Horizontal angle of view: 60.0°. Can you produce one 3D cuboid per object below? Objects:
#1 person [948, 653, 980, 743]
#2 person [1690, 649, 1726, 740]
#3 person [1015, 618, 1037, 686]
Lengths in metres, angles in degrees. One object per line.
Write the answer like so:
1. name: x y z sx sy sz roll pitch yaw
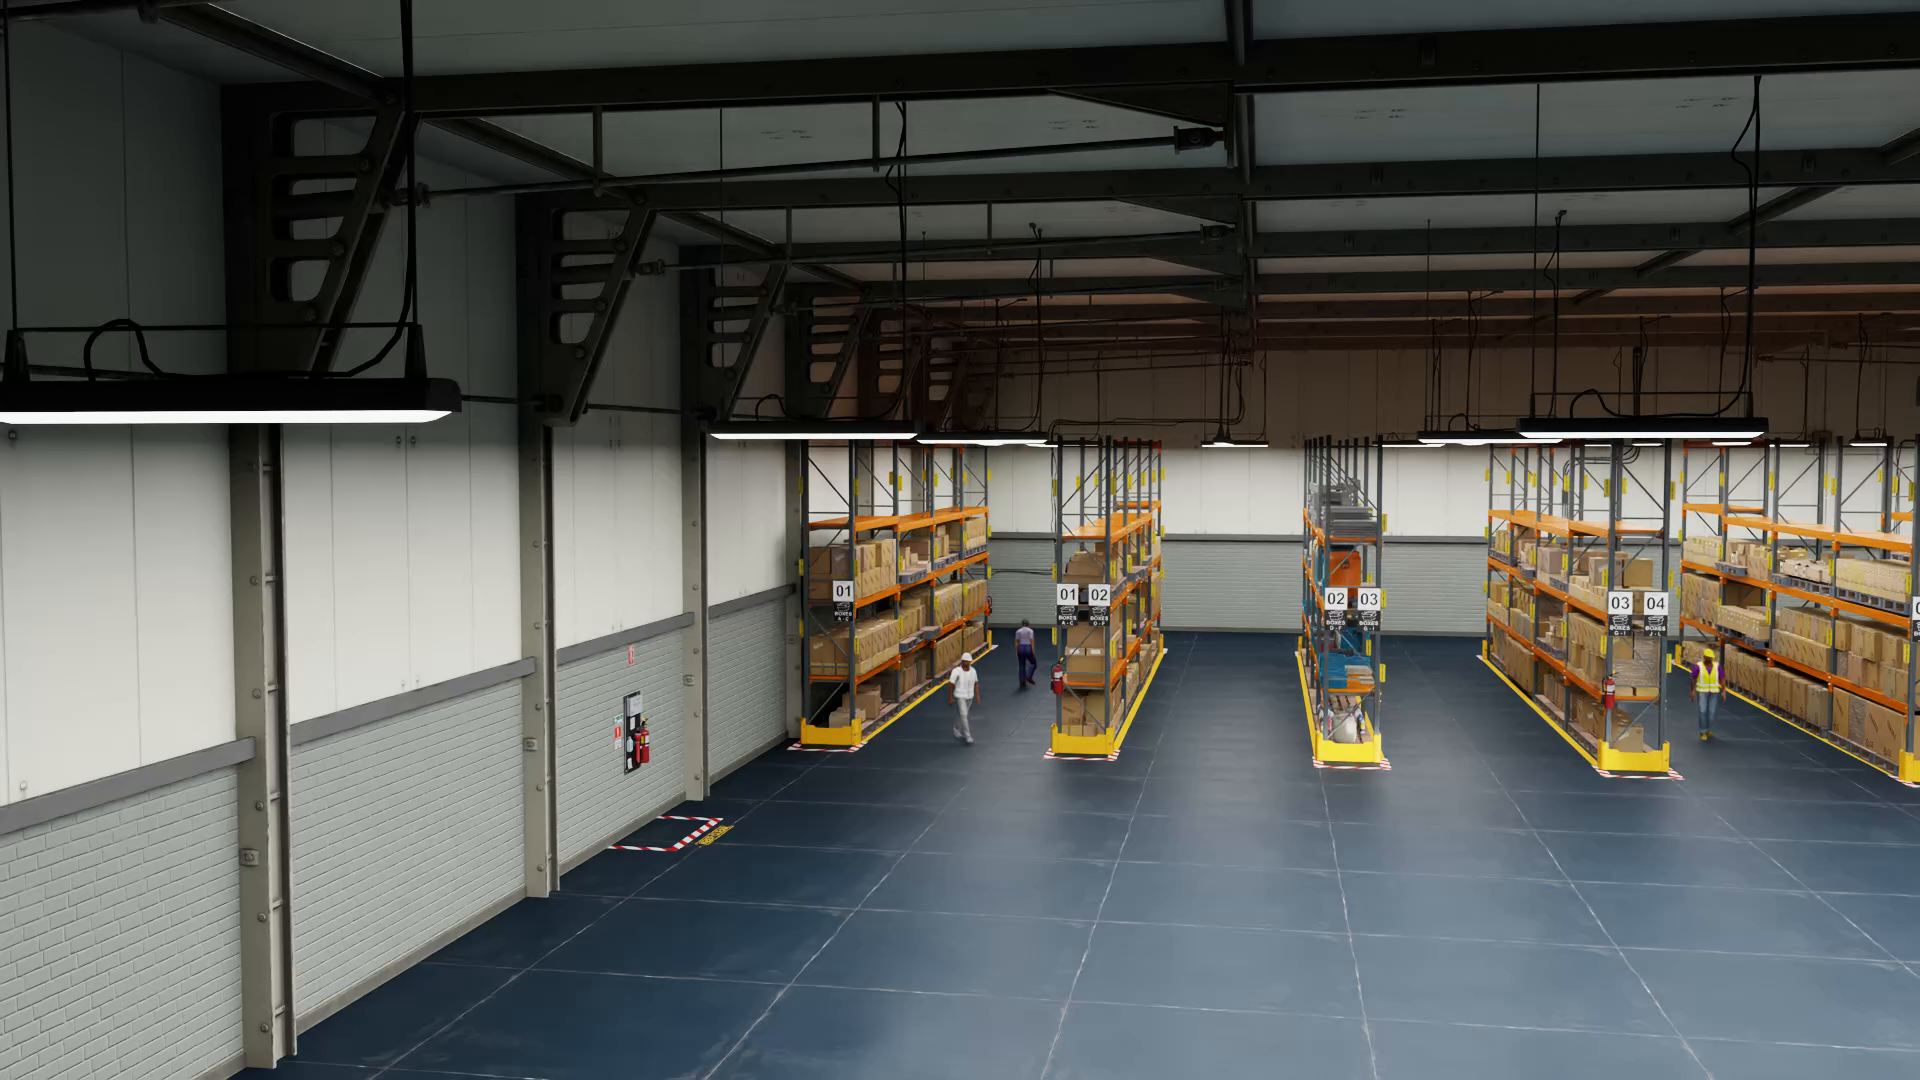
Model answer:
1. person: 0.119 3.069 32.636 0.590 1.710 0.993 -3 4 -40
2. person: 14.875 3.067 33.050 0.626 1.819 0.558 1 3 11
3. person: 1.593 2.723 40.312 0.530 1.623 0.451 1 3 22
